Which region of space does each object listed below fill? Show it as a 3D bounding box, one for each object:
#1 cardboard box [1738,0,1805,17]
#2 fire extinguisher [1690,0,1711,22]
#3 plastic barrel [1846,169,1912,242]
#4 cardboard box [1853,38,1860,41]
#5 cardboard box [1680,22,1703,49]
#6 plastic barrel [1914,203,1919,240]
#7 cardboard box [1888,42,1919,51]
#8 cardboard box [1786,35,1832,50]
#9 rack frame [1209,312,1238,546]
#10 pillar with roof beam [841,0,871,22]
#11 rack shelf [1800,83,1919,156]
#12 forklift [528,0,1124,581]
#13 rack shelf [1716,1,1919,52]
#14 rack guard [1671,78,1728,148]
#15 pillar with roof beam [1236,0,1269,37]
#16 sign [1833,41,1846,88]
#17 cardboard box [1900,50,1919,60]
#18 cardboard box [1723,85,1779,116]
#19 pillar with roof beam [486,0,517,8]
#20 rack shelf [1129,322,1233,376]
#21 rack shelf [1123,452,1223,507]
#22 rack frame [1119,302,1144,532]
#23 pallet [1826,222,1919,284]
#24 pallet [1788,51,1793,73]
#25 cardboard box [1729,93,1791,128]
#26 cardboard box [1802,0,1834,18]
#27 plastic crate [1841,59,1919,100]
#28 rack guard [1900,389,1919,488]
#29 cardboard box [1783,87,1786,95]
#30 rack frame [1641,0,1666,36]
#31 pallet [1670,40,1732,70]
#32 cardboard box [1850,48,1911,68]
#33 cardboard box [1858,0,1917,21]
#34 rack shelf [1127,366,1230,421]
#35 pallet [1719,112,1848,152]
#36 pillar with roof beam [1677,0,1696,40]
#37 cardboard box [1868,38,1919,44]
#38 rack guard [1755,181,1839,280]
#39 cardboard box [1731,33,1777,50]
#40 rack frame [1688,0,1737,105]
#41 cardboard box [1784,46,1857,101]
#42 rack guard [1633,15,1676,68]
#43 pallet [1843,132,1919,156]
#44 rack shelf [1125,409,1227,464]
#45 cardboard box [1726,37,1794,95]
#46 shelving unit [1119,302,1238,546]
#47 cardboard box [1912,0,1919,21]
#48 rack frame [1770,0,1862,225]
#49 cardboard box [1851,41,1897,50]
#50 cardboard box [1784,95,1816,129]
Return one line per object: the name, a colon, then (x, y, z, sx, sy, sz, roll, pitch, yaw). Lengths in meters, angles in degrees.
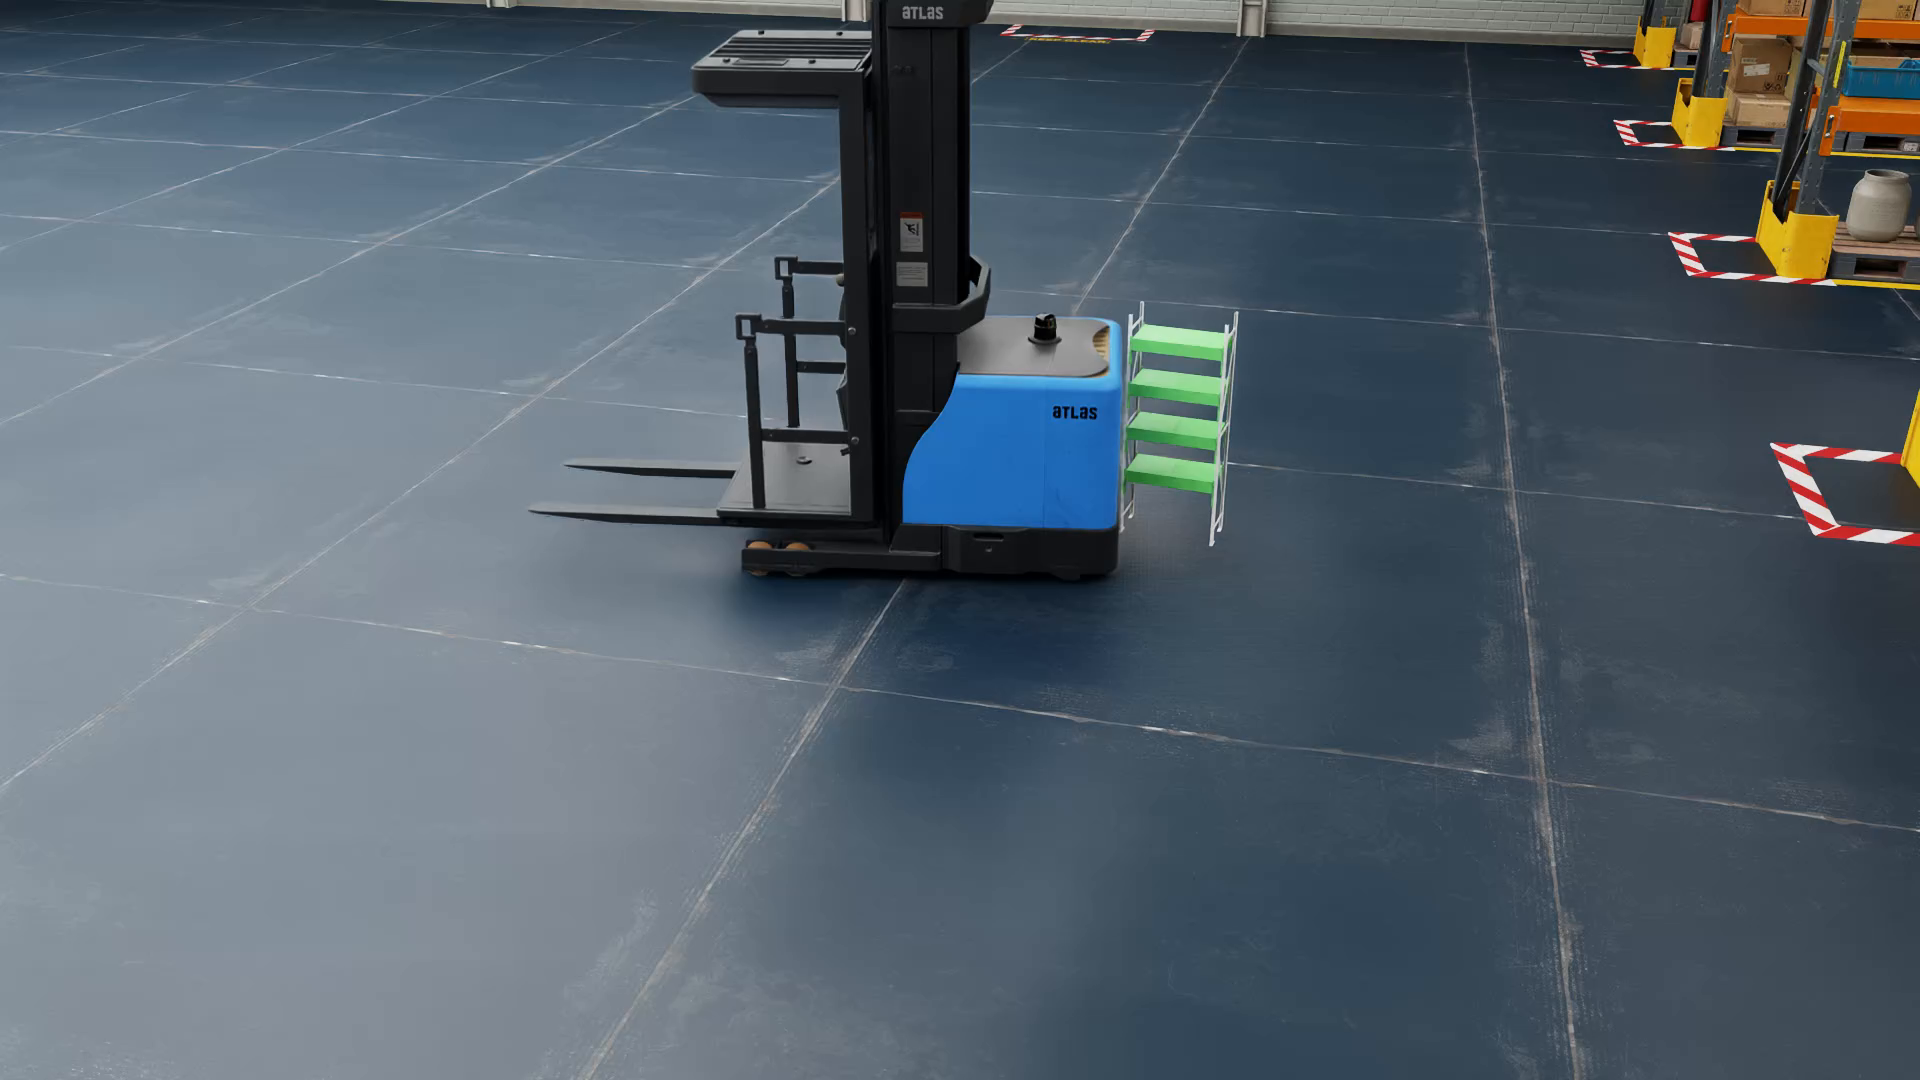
cardboard box: (8.368, -5.692, 17.100, 0.500, 0.500, 0.700, 6, 26, 13)
fire extinguisher: (7.921, -5.873, 17.687, 0.183, 0.674, 0.296, 6, 26, 13)
plastic barrel: (7.339, -2.668, 13.270, 0.421, 0.512, 0.421, 0, 25, 0)
cardboard box: (11.479, -6.428, 21.566, 0.250, 0.149, 0.380, 4, 26, 9)
cardboard box: (9.797, -6.638, 21.819, 0.500, 0.311, 0.500, 3, 26, 7)
plastic barrel: (7.824, -2.614, 13.158, 0.421, 0.512, 0.421, 0, 25, 0)
cardboard box: (9.969, -4.900, 17.391, 0.500, 0.500, 0.500, 6, 26, 13)
cardboard box: (11.047, -6.563, 21.442, 0.500, 0.500, 0.700, 5, 26, 10)
rack frame: (1.352, -0.558, 8.527, 0.015, 1.200, 0.240, 9, 27, 18)
pillar with roof beam: (-2.651, -10.251, 19.813, 0.400, 9.000, 9.100, 6, 26, 13)
rack shelf: (8.619, -3.101, 12.612, 4.000, 0.370, 1.077, 6, 26, 13)
forklift: (-0.689, -1.363, 8.203, 3.031, 2.935, 1.130, 2, 26, 4)
rack shelf: (9.856, -5.163, 16.942, 4.000, 0.370, 1.077, 6, 26, 13)
rack guard: (7.896, -4.576, 17.780, 0.348, 0.500, 1.175, 6, 26, 13)
pillar with roof beam: (3.160, -9.609, 18.464, 0.400, 9.000, 9.100, 6, 26, 13)
sign: (6.541, -3.537, 12.367, 0.005, 0.325, 0.100, 6, 26, 13)
cardboard box: (9.835, -4.677, 16.922, 0.500, 0.500, 0.500, 6, 26, 13)
cardboard box: (8.512, -4.716, 17.876, 0.500, 0.250, 0.500, 6, 26, 13)
pillar with roof beam: (-8.462, -10.894, 21.163, 0.400, 9.000, 9.100, 6, 26, 13)
rack shelf: (1.123, -0.971, 8.426, 0.480, 0.148, 0.258, 9, 27, 18)
rack shelf: (1.123, -0.321, 8.735, 0.480, 0.148, 0.258, 9, 27, 18)
rack frame: (0.895, -0.632, 8.682, 0.015, 1.200, 0.240, 9, 27, 18)
pallet: (7.553, -2.304, 13.343, 1.213, 0.211, 1.003, 6, 26, 13)
pallet: (11.179, -6.264, 21.663, 1.213, 0.211, 1.003, 6, 26, 13)
cardboard box: (8.383, -4.500, 17.423, 0.500, 0.250, 0.500, 6, 26, 13)
cardboard box: (8.878, -5.638, 16.986, 0.500, 0.500, 0.700, 7, 26, 14)
plastic crate: (7.241, -3.644, 13.088, 0.616, 0.251, 0.499, 6, 26, 13)
rack guard: (5.522, -0.442, 9.096, 0.348, 0.500, 1.175, 6, 26, 13)
cardboard box: (9.000, -4.667, 17.774, 0.500, 0.250, 0.500, 6, 26, 13)
rack frame: (9.150, -7.765, 21.570, 0.127, 3.000, 1.000, 6, 26, 13)
pallet: (10.001, -6.396, 21.939, 1.213, 0.211, 1.003, 6, 26, 13)
cardboard box: (9.356, -4.738, 17.050, 0.500, 0.500, 0.500, 6, 26, 13)
cardboard box: (9.358, -5.582, 16.869, 0.500, 0.500, 0.700, 6, 26, 13)
rack shelf: (1.123, -0.754, 8.529, 0.480, 0.148, 0.258, 9, 27, 18)
pallet: (8.670, -4.379, 17.702, 1.213, 0.211, 1.003, 6, 26, 13)
pillar with roof beam: (8.971, -8.966, 17.115, 0.400, 9.000, 9.100, 6, 26, 13)
cardboard box: (12.008, -6.501, 21.312, 0.500, 0.500, 0.500, 4, 26, 9)
rack guard: (6.767, -2.523, 13.468, 0.348, 0.500, 1.175, 6, 26, 13)
cardboard box: (10.349, -6.577, 21.691, 0.500, 0.311, 0.500, 9, 27, 17)
rack frame: (7.919, -5.702, 17.237, 0.127, 3.000, 1.000, 6, 26, 13)
cardboard box: (8.868, -4.786, 17.151, 0.500, 0.500, 0.500, 6, 26, 13)
rack guard: (9.223, -6.628, 22.090, 0.348, 0.500, 1.175, 6, 26, 13)
pallet: (9.848, -4.247, 17.425, 1.213, 0.211, 1.003, 6, 26, 13)
rack shelf: (1.123, -0.538, 8.632, 0.480, 0.148, 0.258, 9, 27, 18)
cardboard box: (8.513, -5.055, 17.717, 0.500, 0.500, 0.500, 6, 26, 13)
shelving unit: (1.123, -0.595, 8.604, 0.503, 1.200, 0.258, 9, 27, 18)
cardboard box: (9.868, -5.527, 16.754, 0.500, 0.500, 0.700, 7, 26, 15)
rack frame: (6.682, -3.640, 12.907, 0.127, 3.000, 1.000, 6, 26, 13)
cardboard box: (9.485, -4.954, 17.505, 0.500, 0.500, 0.500, 6, 26, 13)
cardboard box: (8.869, -4.448, 17.314, 0.500, 0.250, 0.500, 6, 26, 13)
